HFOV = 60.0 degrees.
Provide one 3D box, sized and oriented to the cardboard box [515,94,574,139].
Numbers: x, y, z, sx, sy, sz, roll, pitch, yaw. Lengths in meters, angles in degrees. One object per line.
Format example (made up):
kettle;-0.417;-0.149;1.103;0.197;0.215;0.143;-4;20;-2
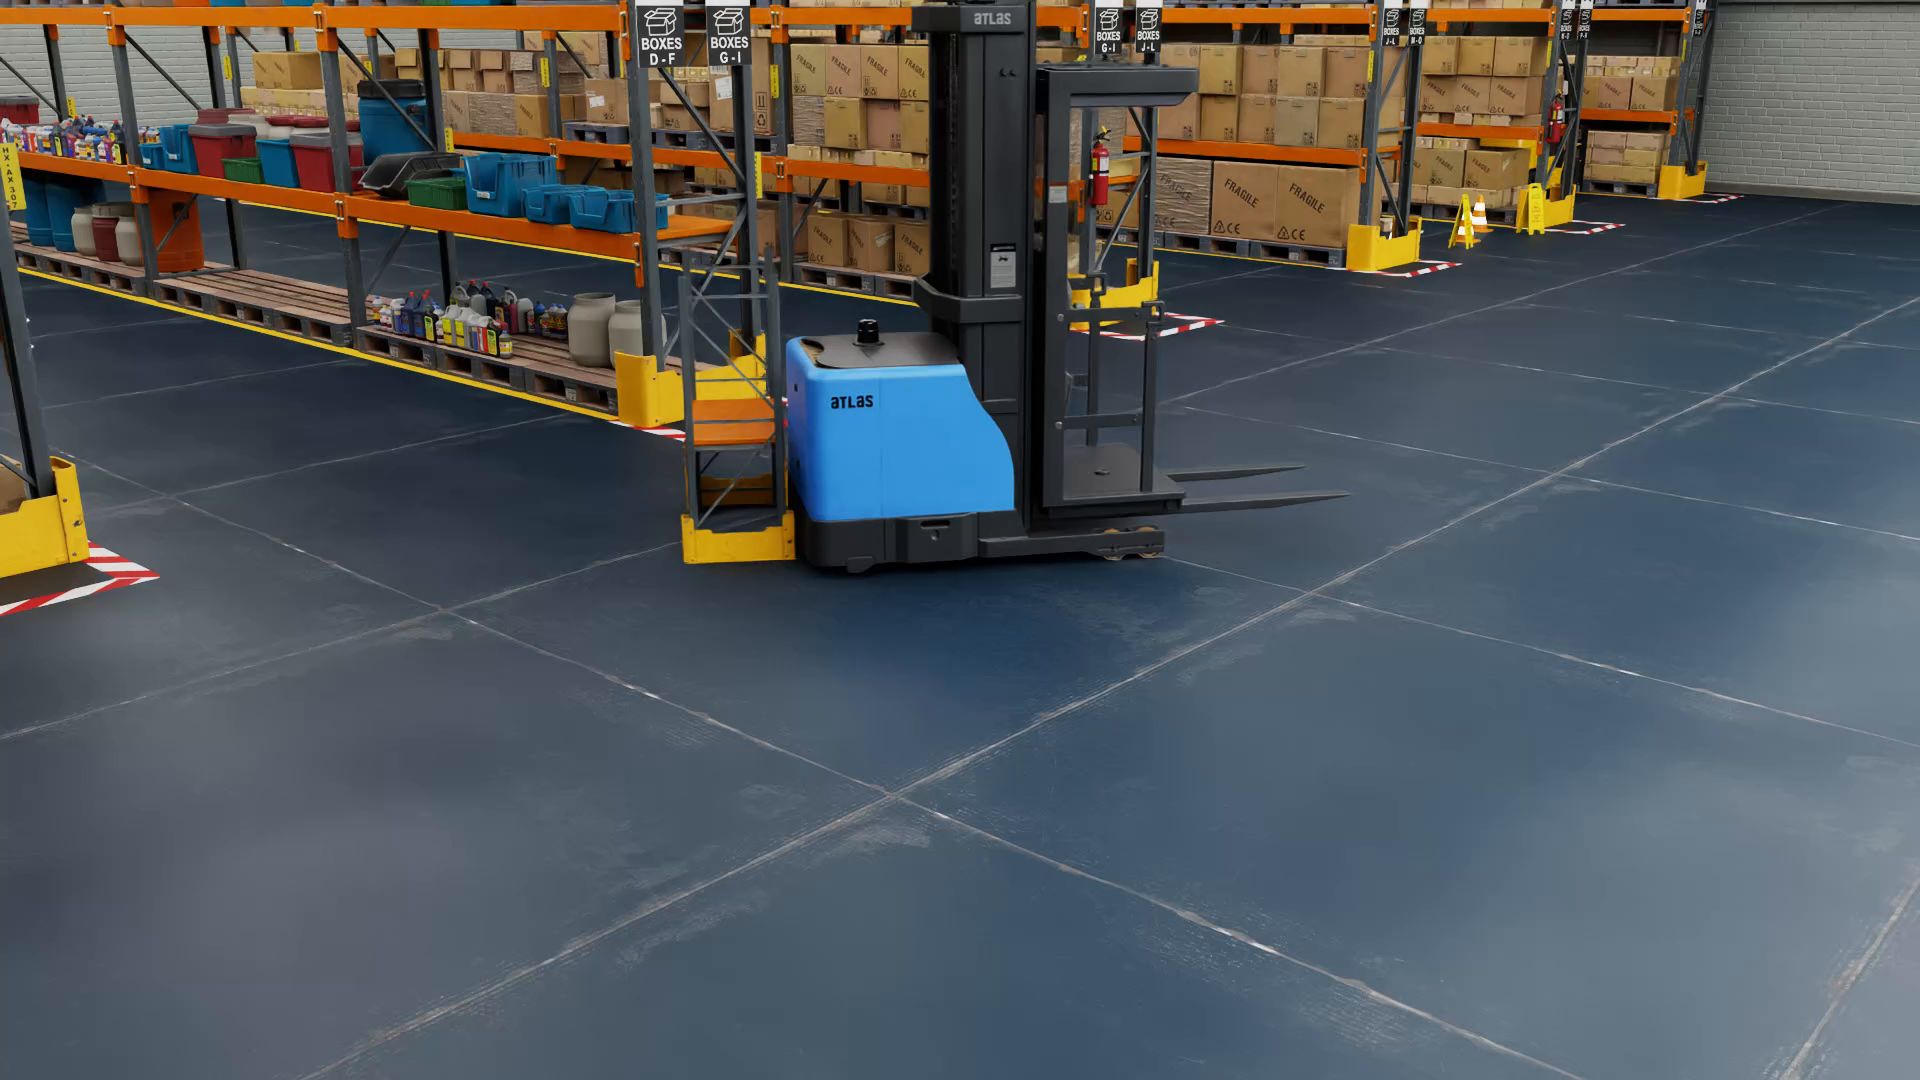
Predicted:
cardboard box;-5.064;-5.181;20.314;0.500;0.500;0.500;16;24;41

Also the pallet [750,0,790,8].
pallet;-1.930;-5.776;17.704;1.003;0.211;1.213;15;23;39

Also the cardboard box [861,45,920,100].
cardboard box;-0.622;-4.605;16.353;0.500;0.500;0.500;15;23;39

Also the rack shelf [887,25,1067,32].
rack shelf;0.551;-8.821;28.179;4.000;0.370;1.077;15;23;39

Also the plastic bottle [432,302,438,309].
plastic bottle;-4.310;-1.818;13.666;0.097;0.271;0.097;0;18;0

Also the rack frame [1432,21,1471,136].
rack frame;8.331;-7.653;28.268;0.127;3.000;1.000;15;23;39

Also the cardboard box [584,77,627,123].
cardboard box;-4.100;-5.239;19.802;0.500;0.500;0.500;12;21;33

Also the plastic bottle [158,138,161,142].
plastic bottle;-8.342;-4.096;17.389;0.097;0.201;0.097;0;18;0

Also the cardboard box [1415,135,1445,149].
cardboard box;6.558;-5.547;23.172;0.250;0.149;0.380;16;24;42

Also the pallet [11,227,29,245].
pallet;-11.386;-3.583;20.052;1.213;0.211;1.003;15;23;39

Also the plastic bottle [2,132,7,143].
plastic bottle;-10.621;-4.462;18.543;0.097;0.201;0.097;0;18;0

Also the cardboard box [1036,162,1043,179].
cardboard box;0.916;-3.425;15.362;0.250;0.149;0.380;15;23;39

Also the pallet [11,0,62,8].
pallet;-9.309;-5.751;17.626;1.213;0.211;1.003;15;23;39

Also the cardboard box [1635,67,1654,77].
cardboard box;10.667;-7.258;25.785;0.250;0.149;0.380;16;23;40

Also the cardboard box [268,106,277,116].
cardboard box;-9.887;-6.277;24.346;0.250;0.149;0.380;15;23;38

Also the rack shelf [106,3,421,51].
rack shelf;-6.322;-4.655;15.052;4.000;0.370;1.077;15;23;39

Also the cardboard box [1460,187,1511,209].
cardboard box;7.230;-4.722;22.884;0.500;0.250;0.500;15;23;39

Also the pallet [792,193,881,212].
pallet;-1.746;-5.021;24.583;1.213;0.211;1.003;15;23;39

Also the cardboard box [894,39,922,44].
cardboard box;-0.806;-8.507;29.139;0.500;0.500;0.500;15;23;40

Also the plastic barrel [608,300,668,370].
plastic barrel;-2.378;-1.493;12.276;0.421;0.512;0.421;0;18;0

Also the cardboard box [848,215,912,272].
cardboard box;-0.833;-3.094;17.339;0.500;0.500;0.500;-10;20;-28

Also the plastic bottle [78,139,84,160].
plastic bottle;-9.088;-4.051;17.246;0.097;0.201;0.097;0;18;0

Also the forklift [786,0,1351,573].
forklift;0.612;-1.438;8.797;3.031;2.935;1.130;-4;18;-12

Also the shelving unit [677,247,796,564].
shelving unit;-1.232;-0.761;9.030;0.587;1.500;1.083;-2;18;-7

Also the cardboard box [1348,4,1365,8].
cardboard box;5.688;-7.572;23.469;0.250;0.149;0.380;16;24;41

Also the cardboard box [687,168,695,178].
cardboard box;-4.214;-5.983;27.023;0.250;0.149;0.380;14;22;37

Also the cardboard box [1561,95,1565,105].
cardboard box;9.632;-7.245;26.816;0.500;0.500;0.500;15;23;40

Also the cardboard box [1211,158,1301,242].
cardboard box;3.610;-4.071;19.799;0.875;0.875;0.875;15;23;38

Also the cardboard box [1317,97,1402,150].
cardboard box;4.513;-4.722;18.784;0.550;0.550;0.875;15;23;39

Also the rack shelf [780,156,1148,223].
rack shelf;-0.043;-3.543;16.506;4.000;0.370;1.077;15;23;39

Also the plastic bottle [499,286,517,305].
plastic bottle;-3.768;-1.946;13.938;0.185;0.351;0.144;15;23;39

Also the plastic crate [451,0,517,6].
plastic crate;-3.461;-4.101;12.141;0.575;0.384;0.392;15;23;39

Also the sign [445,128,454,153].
sign;-4.453;-3.421;14.475;0.005;0.325;0.100;15;23;39

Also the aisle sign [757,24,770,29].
aisle sign;-3.784;-10.263;32.193;0.004;0.787;0.394;15;23;39

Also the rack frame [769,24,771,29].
rack frame;-3.936;-8.939;32.319;0.127;3.000;1.000;15;23;39

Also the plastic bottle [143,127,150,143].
plastic bottle;-8.761;-4.317;17.948;0.133;0.283;0.061;15;23;39

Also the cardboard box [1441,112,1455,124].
cardboard box;6.858;-5.844;22.981;0.250;0.149;0.380;15;23;40

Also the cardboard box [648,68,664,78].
cardboard box;-4.704;-7.218;26.240;0.500;0.500;0.500;15;23;39

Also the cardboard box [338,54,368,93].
cardboard box;-8.416;-6.455;23.008;0.500;0.500;0.500;15;23;40

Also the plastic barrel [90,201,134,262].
plastic barrel;-9.040;-3.342;17.975;0.708;0.588;0.600;15;23;39

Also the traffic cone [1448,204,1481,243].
traffic cone;6.371;-3.992;20.926;0.334;0.463;0.336;15;23;39

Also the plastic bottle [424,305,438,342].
plastic bottle;-4.261;-1.745;13.416;0.133;0.283;0.061;16;24;42

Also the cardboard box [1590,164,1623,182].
cardboard box;10.396;-5.865;26.484;0.500;0.250;0.500;15;23;39

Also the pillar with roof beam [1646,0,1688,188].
pillar with roof beam;8.543;-9.079;22.844;0.400;9.000;9.100;15;23;39

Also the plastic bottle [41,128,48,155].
plastic bottle;-9.782;-4.271;17.823;0.097;0.271;0.097;0;18;0

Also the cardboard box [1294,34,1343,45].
cardboard box;5.224;-7.058;24.083;0.500;0.500;0.700;15;23;39

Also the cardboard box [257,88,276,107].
cardboard box;-9.941;-6.507;24.412;0.500;0.250;0.500;15;23;39

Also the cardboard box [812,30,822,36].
cardboard box;-2.494;-9.276;30.491;0.250;0.149;0.380;15;23;39

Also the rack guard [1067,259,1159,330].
rack guard;1.396;-2.308;15.558;0.348;0.500;1.175;15;23;39

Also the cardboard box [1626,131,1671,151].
cardboard box;10.771;-6.238;26.008;0.500;0.250;0.500;16;24;41

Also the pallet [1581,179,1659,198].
pallet;10.723;-5.665;26.613;1.213;0.211;1.003;15;23;39

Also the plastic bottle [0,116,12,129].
plastic bottle;-10.732;-4.598;18.721;0.185;0.351;0.144;15;23;39

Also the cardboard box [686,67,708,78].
cardboard box;-3.952;-7.122;25.331;0.250;0.149;0.380;16;24;41

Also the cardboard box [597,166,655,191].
cardboard box;-4.010;-4.339;19.989;0.500;0.250;0.500;16;24;41

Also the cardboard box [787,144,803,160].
cardboard box;-1.578;-4.057;17.350;0.250;0.149;0.380;15;23;39
